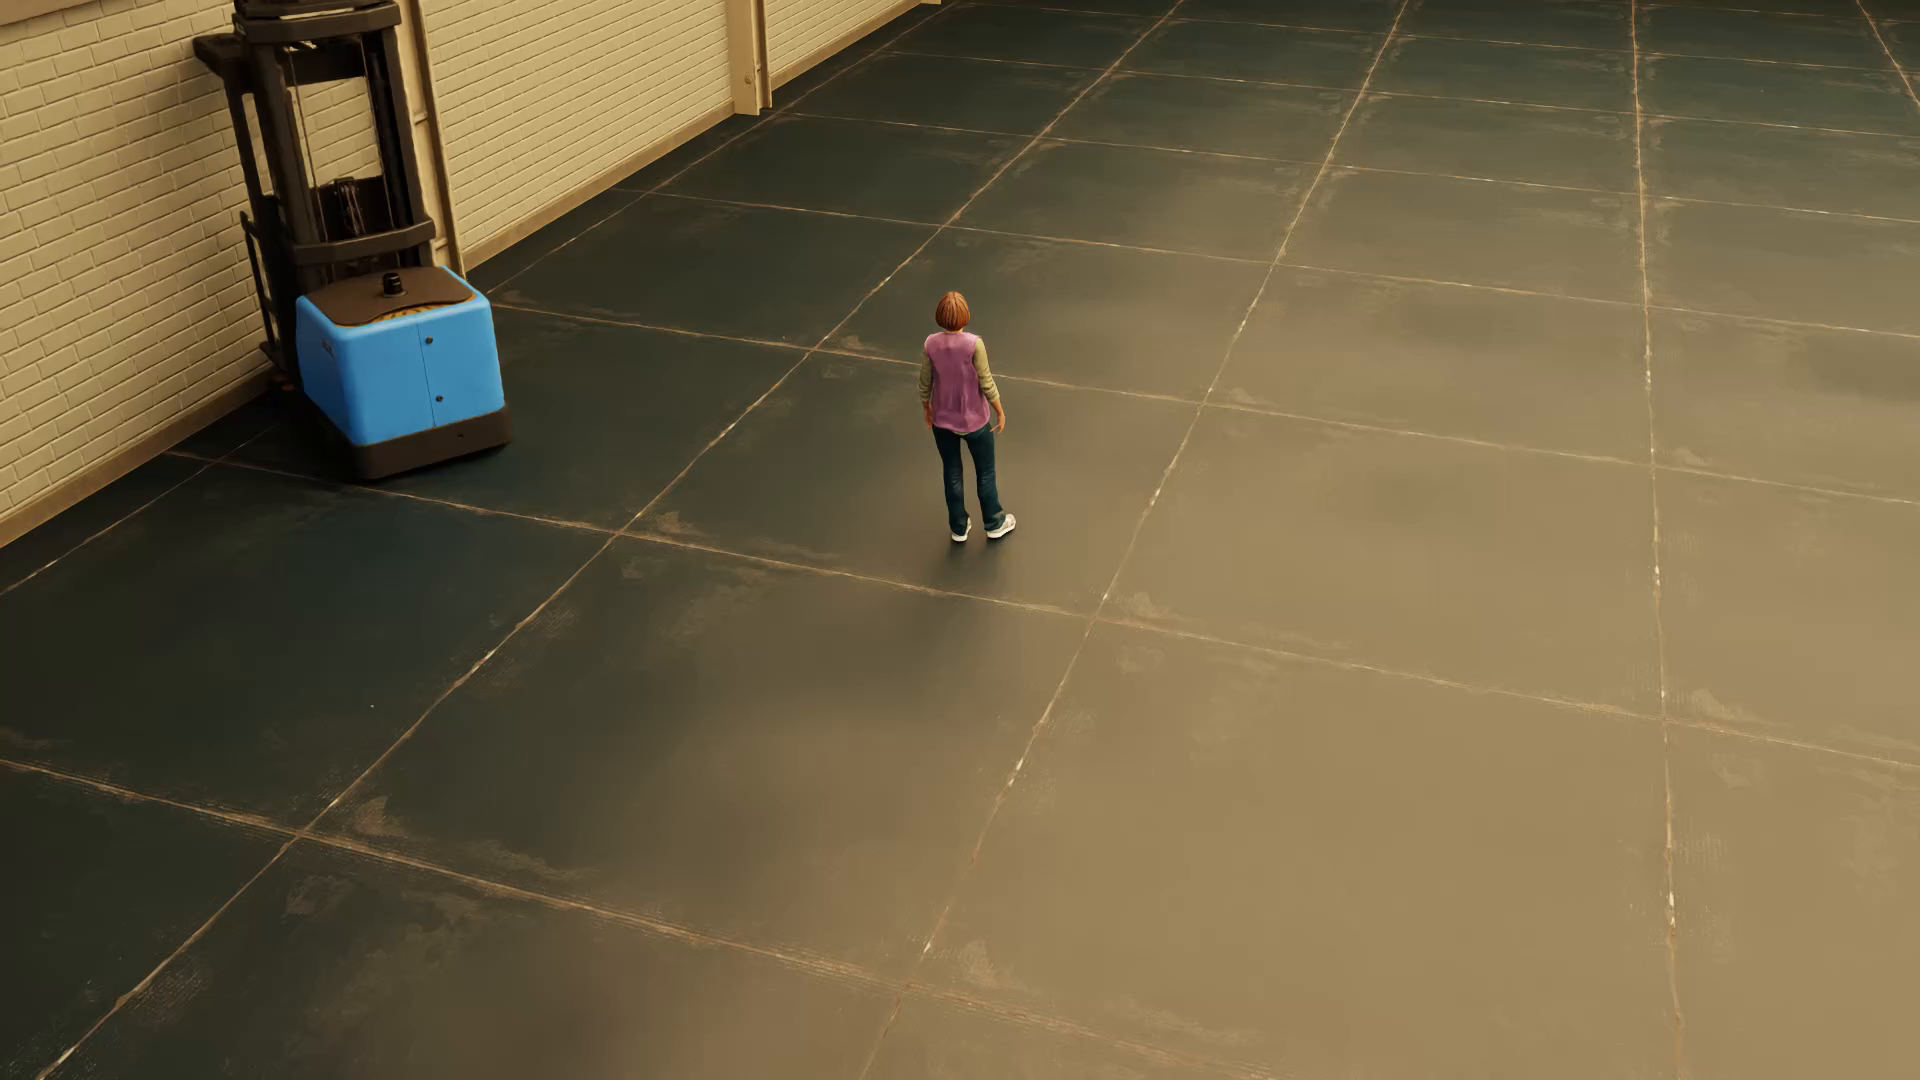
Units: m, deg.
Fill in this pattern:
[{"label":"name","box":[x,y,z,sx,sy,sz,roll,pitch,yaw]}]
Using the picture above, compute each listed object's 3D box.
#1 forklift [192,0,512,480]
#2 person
[{"label":"forklift","box":[-4.277,-2.332,11.228,1.130,2.935,3.031,-20,35,-31]},{"label":"person","box":[0.037,-0.732,9.753,0.520,1.597,0.476,10,31,16]}]
